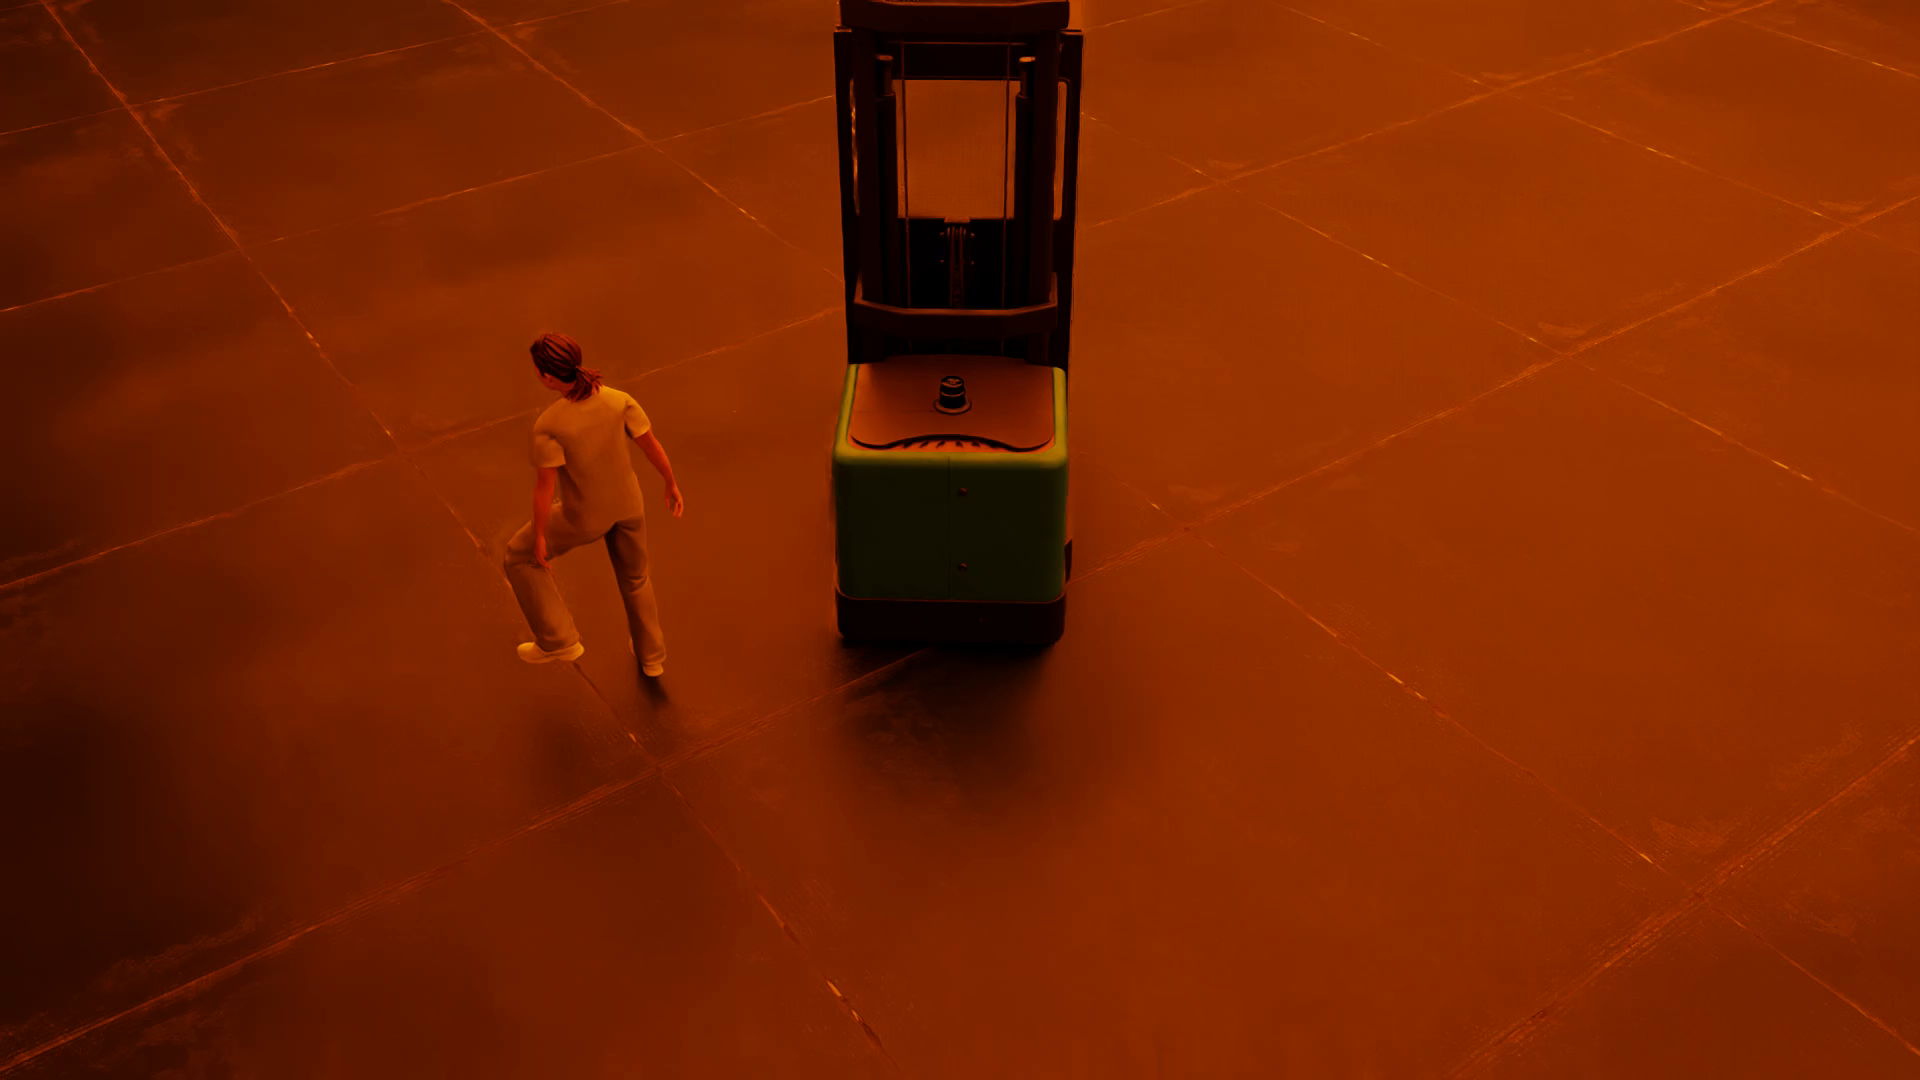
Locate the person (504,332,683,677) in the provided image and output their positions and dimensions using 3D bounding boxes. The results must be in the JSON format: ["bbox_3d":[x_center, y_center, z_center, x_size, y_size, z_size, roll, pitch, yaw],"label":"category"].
[{"bbox_3d":[-1.585,-0.114,7.075,0.766,1.662,0.468,-25,43,-30],"label":"person"}]

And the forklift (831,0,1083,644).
[{"bbox_3d":[0.000,-1.550,8.042,1.130,2.935,3.031,1,36,1],"label":"forklift"}]
